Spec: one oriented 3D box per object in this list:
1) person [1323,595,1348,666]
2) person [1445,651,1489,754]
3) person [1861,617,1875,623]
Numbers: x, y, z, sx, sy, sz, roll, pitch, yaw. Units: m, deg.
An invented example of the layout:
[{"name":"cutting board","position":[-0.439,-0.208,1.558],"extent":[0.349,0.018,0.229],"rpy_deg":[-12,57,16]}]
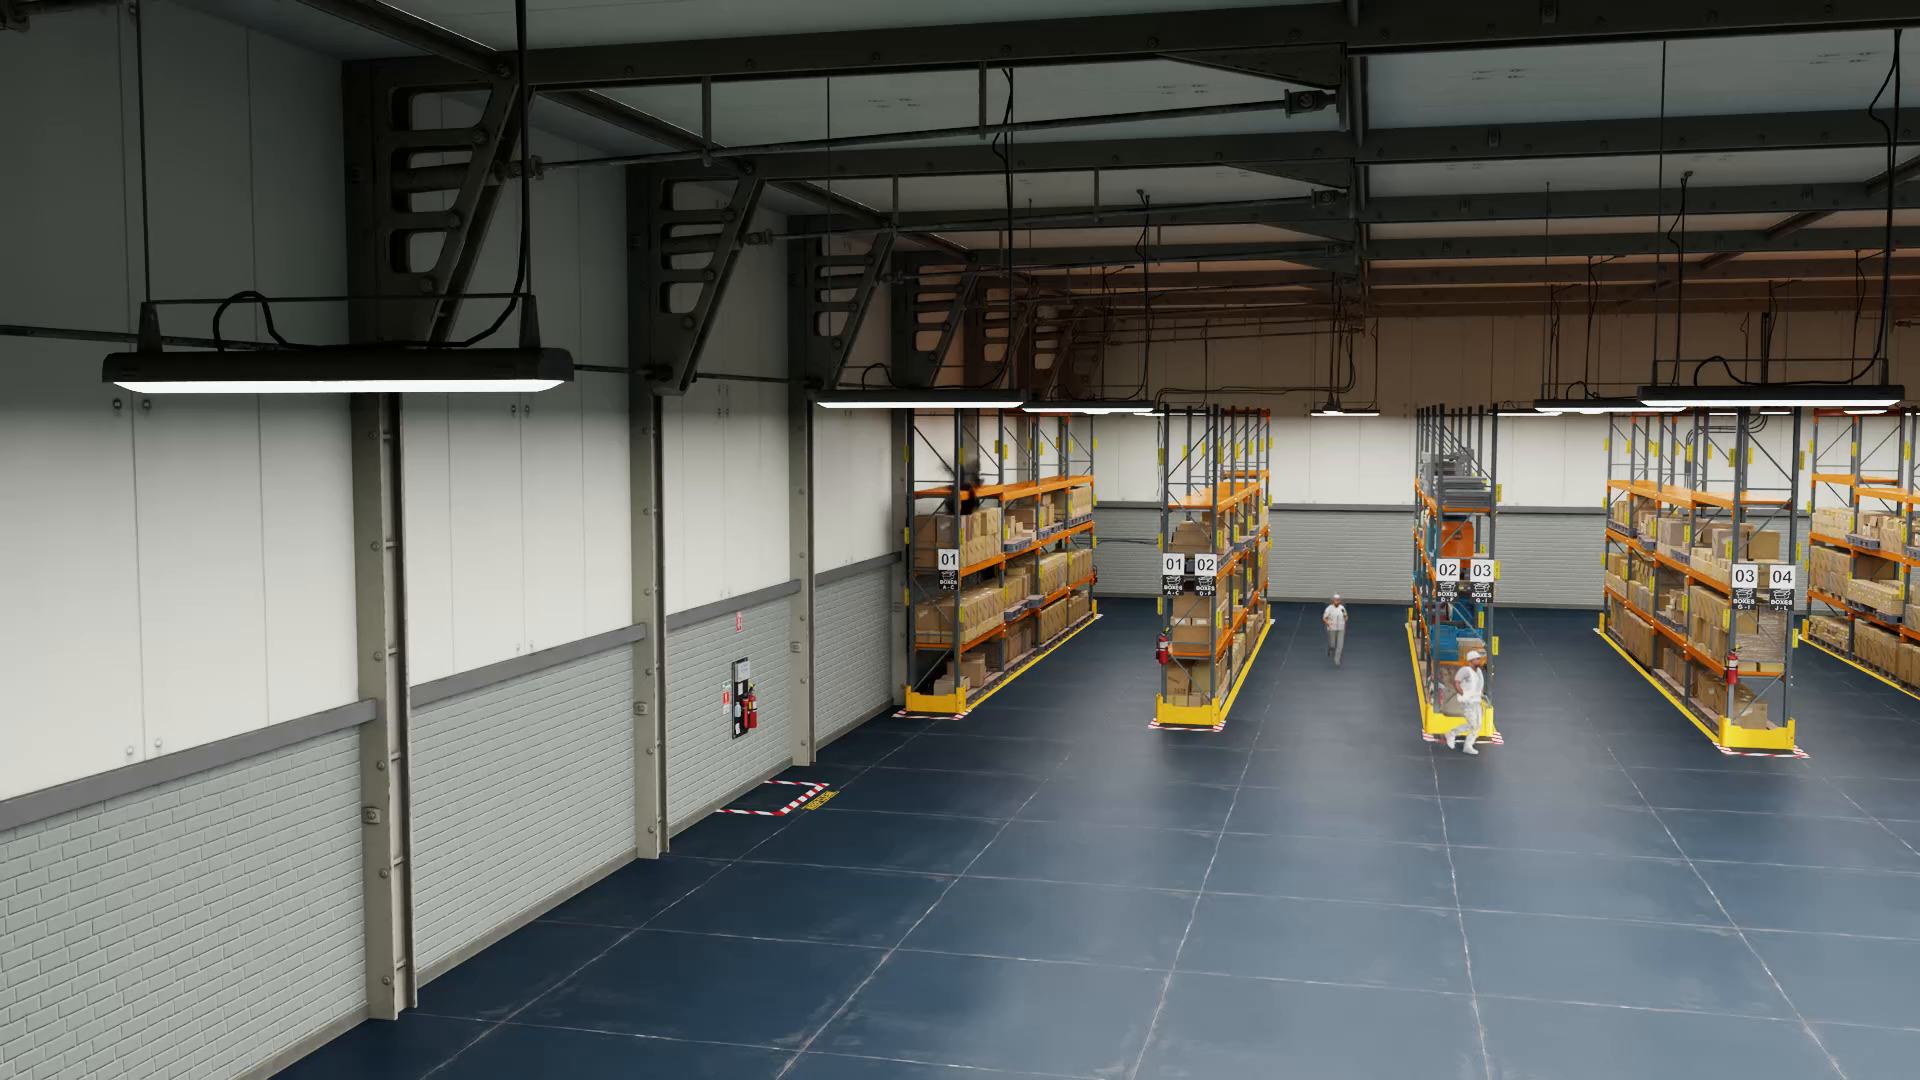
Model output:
[{"name":"person","position":[8.770,2.090,38.774],"extent":[0.607,1.630,0.734],"rpy_deg":[0,4,0]},{"name":"person","position":[8.765,2.773,28.639],"extent":[0.602,1.733,0.704],"rpy_deg":[4,6,45]},{"name":"person","position":[23.985,1.724,43.840],"extent":[0.635,1.651,0.554],"rpy_deg":[0,4,-4]}]
